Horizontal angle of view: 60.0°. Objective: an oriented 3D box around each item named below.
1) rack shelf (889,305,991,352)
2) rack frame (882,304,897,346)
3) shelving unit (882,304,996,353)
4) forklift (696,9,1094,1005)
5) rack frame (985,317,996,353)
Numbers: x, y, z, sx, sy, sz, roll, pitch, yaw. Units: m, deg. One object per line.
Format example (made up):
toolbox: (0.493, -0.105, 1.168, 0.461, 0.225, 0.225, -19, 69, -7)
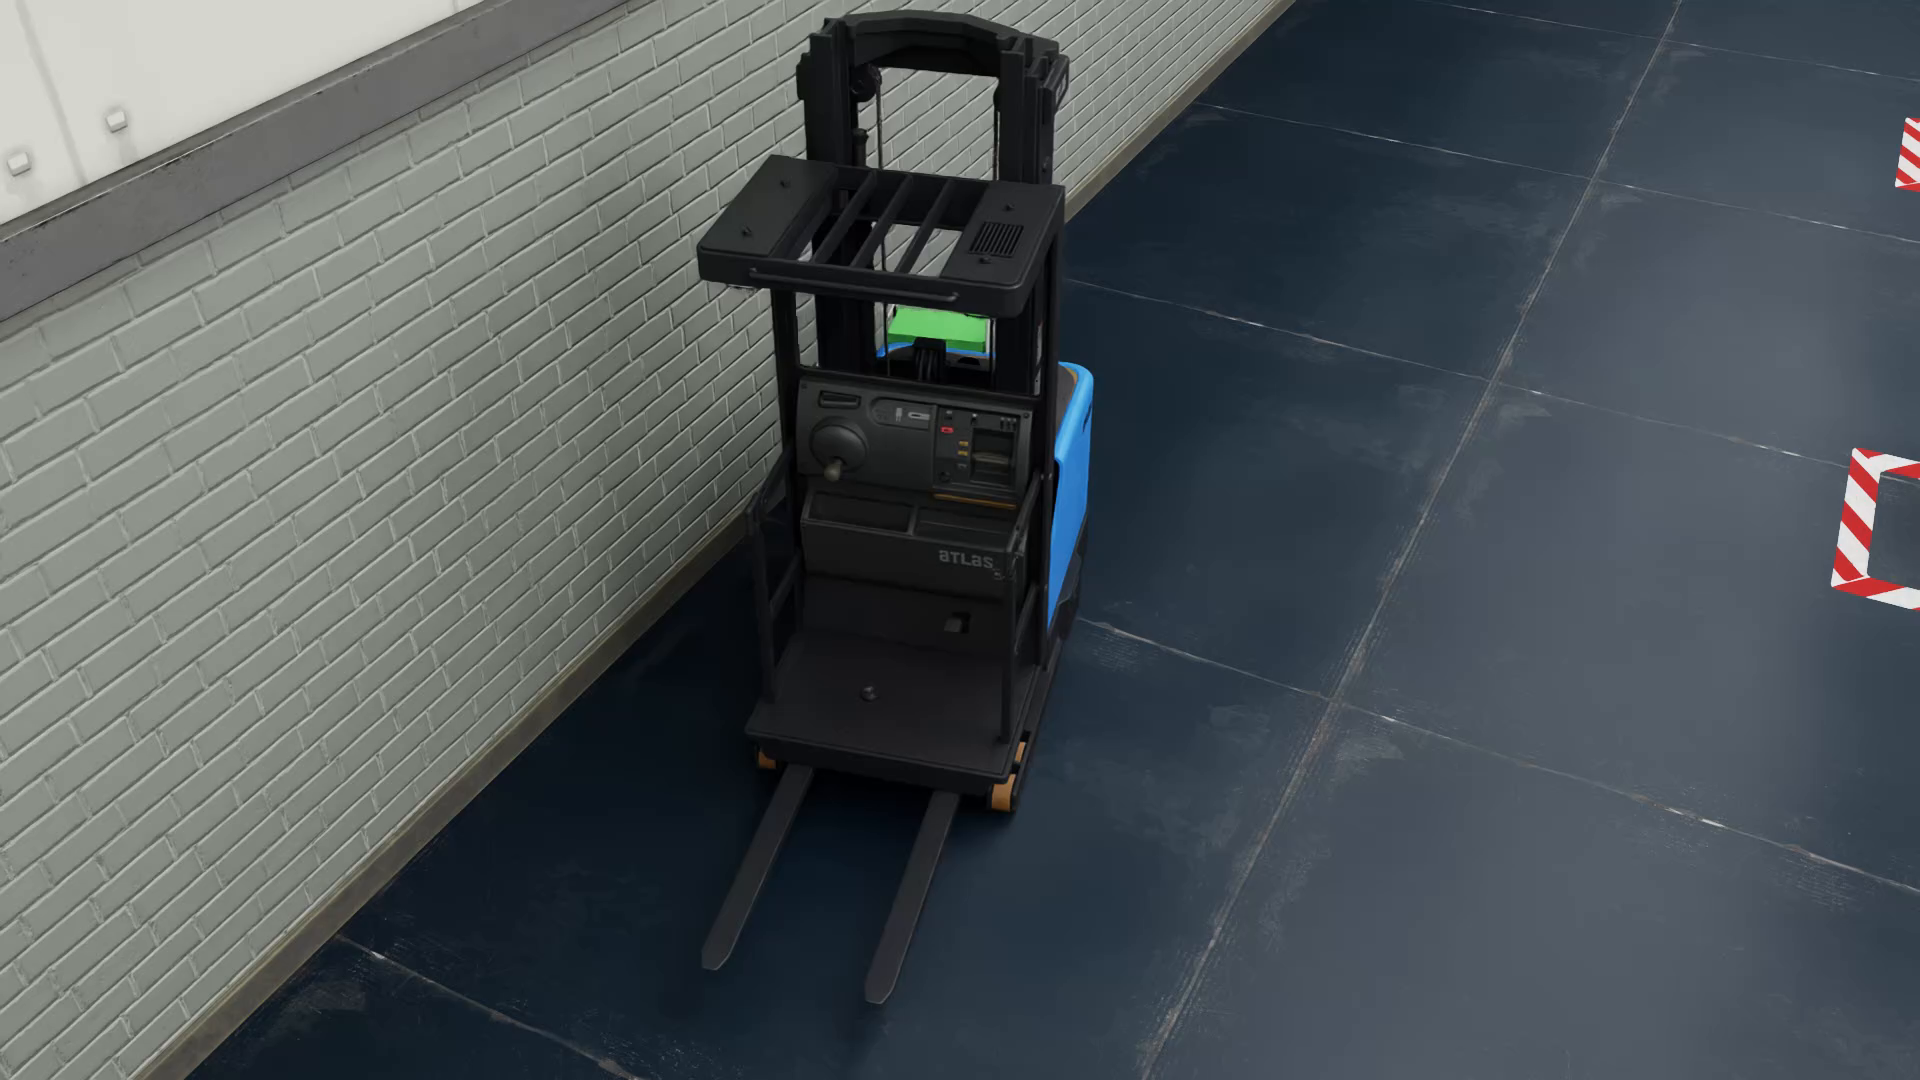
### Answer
rack shelf: (-0.091, -0.962, 7.857, 0.480, 0.148, 0.258, 7, 38, 9)
rack frame: (-0.330, -0.660, 8.147, 0.015, 1.200, 0.240, 7, 38, 9)
shelving unit: (-0.091, -0.631, 8.108, 0.503, 1.200, 0.258, 7, 38, 9)
forklift: (-0.232, -0.313, 6.258, 1.130, 2.935, 3.031, 9, 38, 11)
rack frame: (0.148, -0.602, 8.070, 0.015, 1.200, 0.240, 7, 38, 9)
